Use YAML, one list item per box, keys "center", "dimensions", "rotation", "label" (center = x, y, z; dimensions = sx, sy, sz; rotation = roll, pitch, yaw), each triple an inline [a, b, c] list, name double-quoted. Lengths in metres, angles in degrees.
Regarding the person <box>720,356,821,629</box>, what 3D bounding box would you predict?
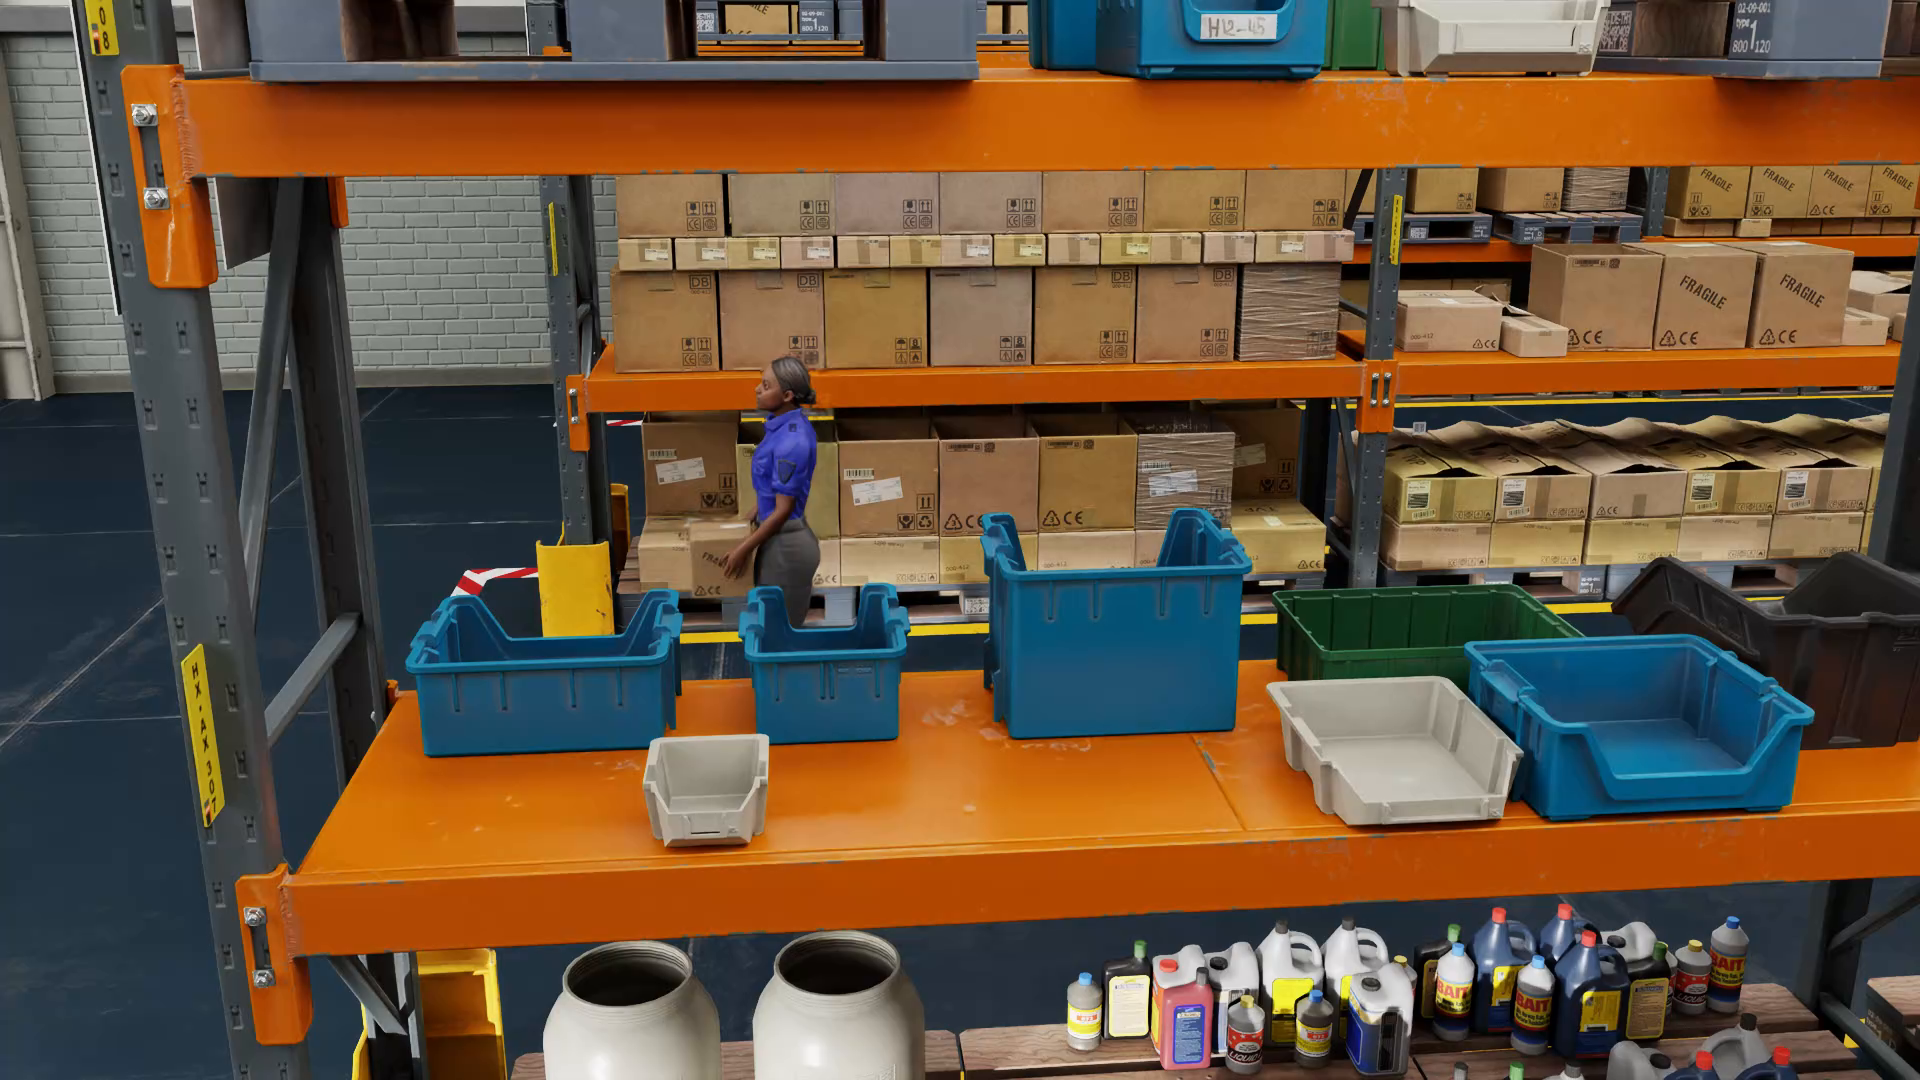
- center: [-0.780, 0.059, 6.867]
  dimensions: [0.414, 1.655, 0.535]
  rotation: [-2, 17, -6]
  label: "person"
